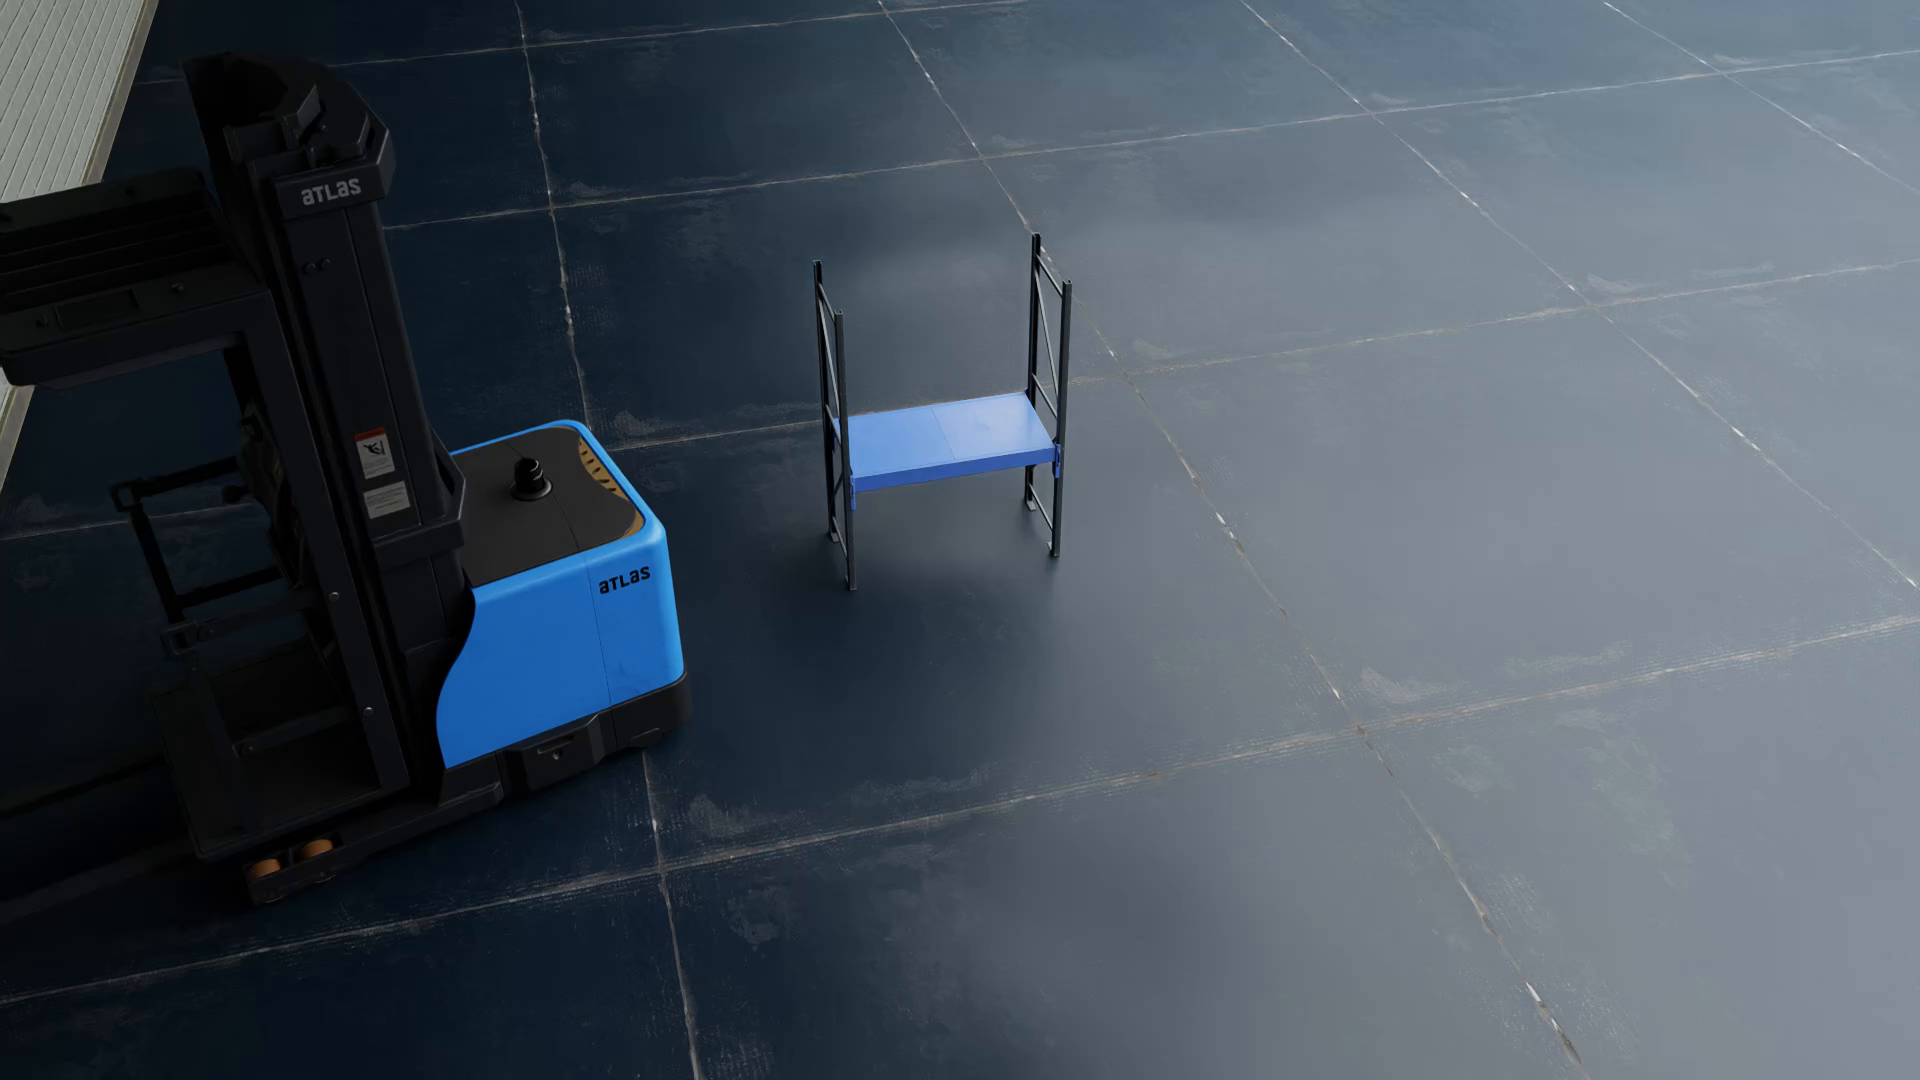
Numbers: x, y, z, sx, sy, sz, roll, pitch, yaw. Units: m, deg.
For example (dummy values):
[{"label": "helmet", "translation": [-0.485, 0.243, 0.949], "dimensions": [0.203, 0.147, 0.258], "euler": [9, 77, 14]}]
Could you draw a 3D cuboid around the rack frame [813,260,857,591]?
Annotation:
[{"label": "rack frame", "translation": [-0.573, -0.502, 7.651], "dimensions": [0.032, 1.500, 0.500], "euler": [-9, 38, -12]}]

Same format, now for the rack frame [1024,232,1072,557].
[{"label": "rack frame", "translation": [0.408, -0.663, 7.861], "dimensions": [0.032, 1.500, 0.500], "euler": [-9, 38, -12]}]

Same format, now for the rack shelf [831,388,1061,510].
[{"label": "rack shelf", "translation": [-0.082, -0.439, 7.865], "dimensions": [1.000, 0.185, 0.538], "euler": [-9, 38, -12]}]

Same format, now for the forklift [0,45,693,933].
[{"label": "forklift", "translation": [-2.675, -0.137, 5.997], "dimensions": [3.031, 2.935, 1.130], "euler": [-20, 42, -24]}]

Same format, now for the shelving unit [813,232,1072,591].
[{"label": "shelving unit", "translation": [-0.082, -0.582, 7.756], "dimensions": [1.048, 1.500, 0.538], "euler": [-9, 38, -12]}]
